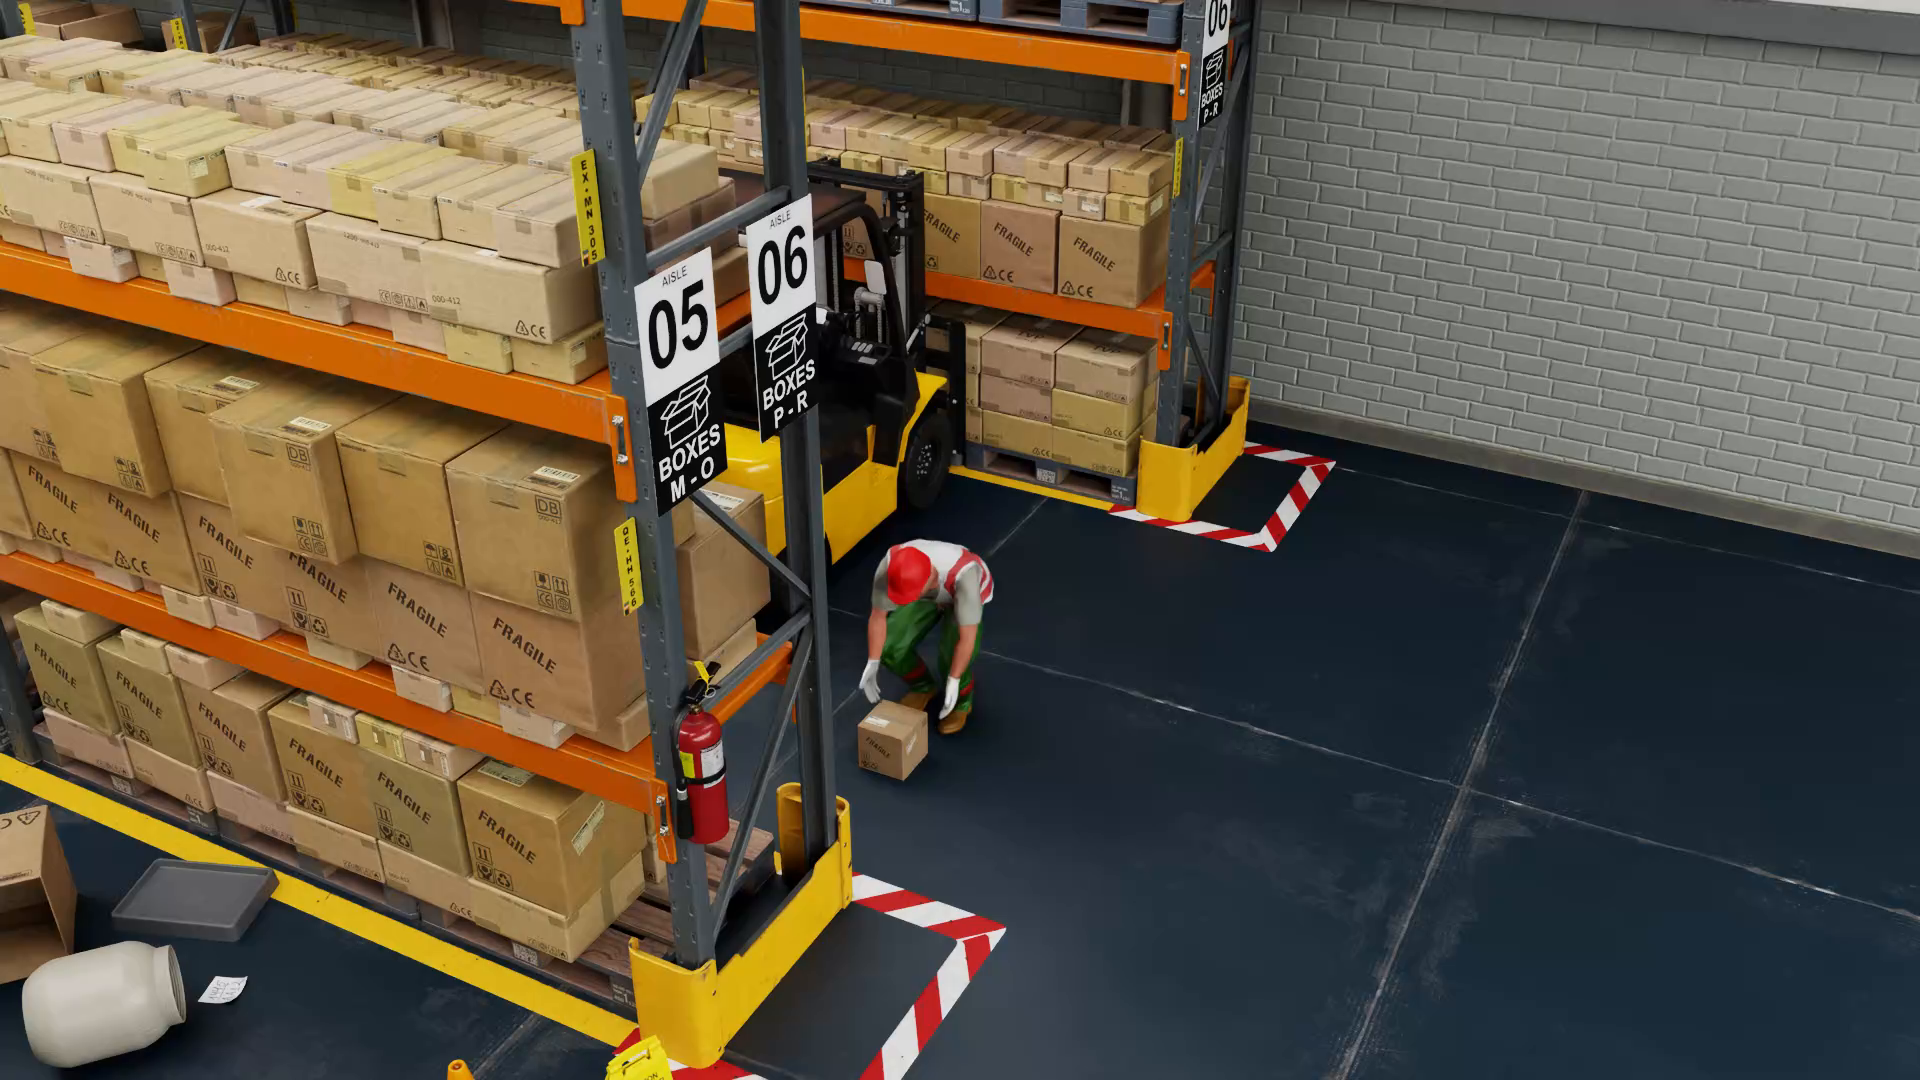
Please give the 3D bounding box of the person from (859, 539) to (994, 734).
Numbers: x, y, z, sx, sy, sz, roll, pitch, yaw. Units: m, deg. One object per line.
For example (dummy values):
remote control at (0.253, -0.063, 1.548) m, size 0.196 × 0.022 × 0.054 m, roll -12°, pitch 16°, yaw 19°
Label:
person at (-0.114, 0.415, 8.168) m, size 0.583 × 1.172 × 0.852 m, roll 14°, pitch 33°, yaw 23°
